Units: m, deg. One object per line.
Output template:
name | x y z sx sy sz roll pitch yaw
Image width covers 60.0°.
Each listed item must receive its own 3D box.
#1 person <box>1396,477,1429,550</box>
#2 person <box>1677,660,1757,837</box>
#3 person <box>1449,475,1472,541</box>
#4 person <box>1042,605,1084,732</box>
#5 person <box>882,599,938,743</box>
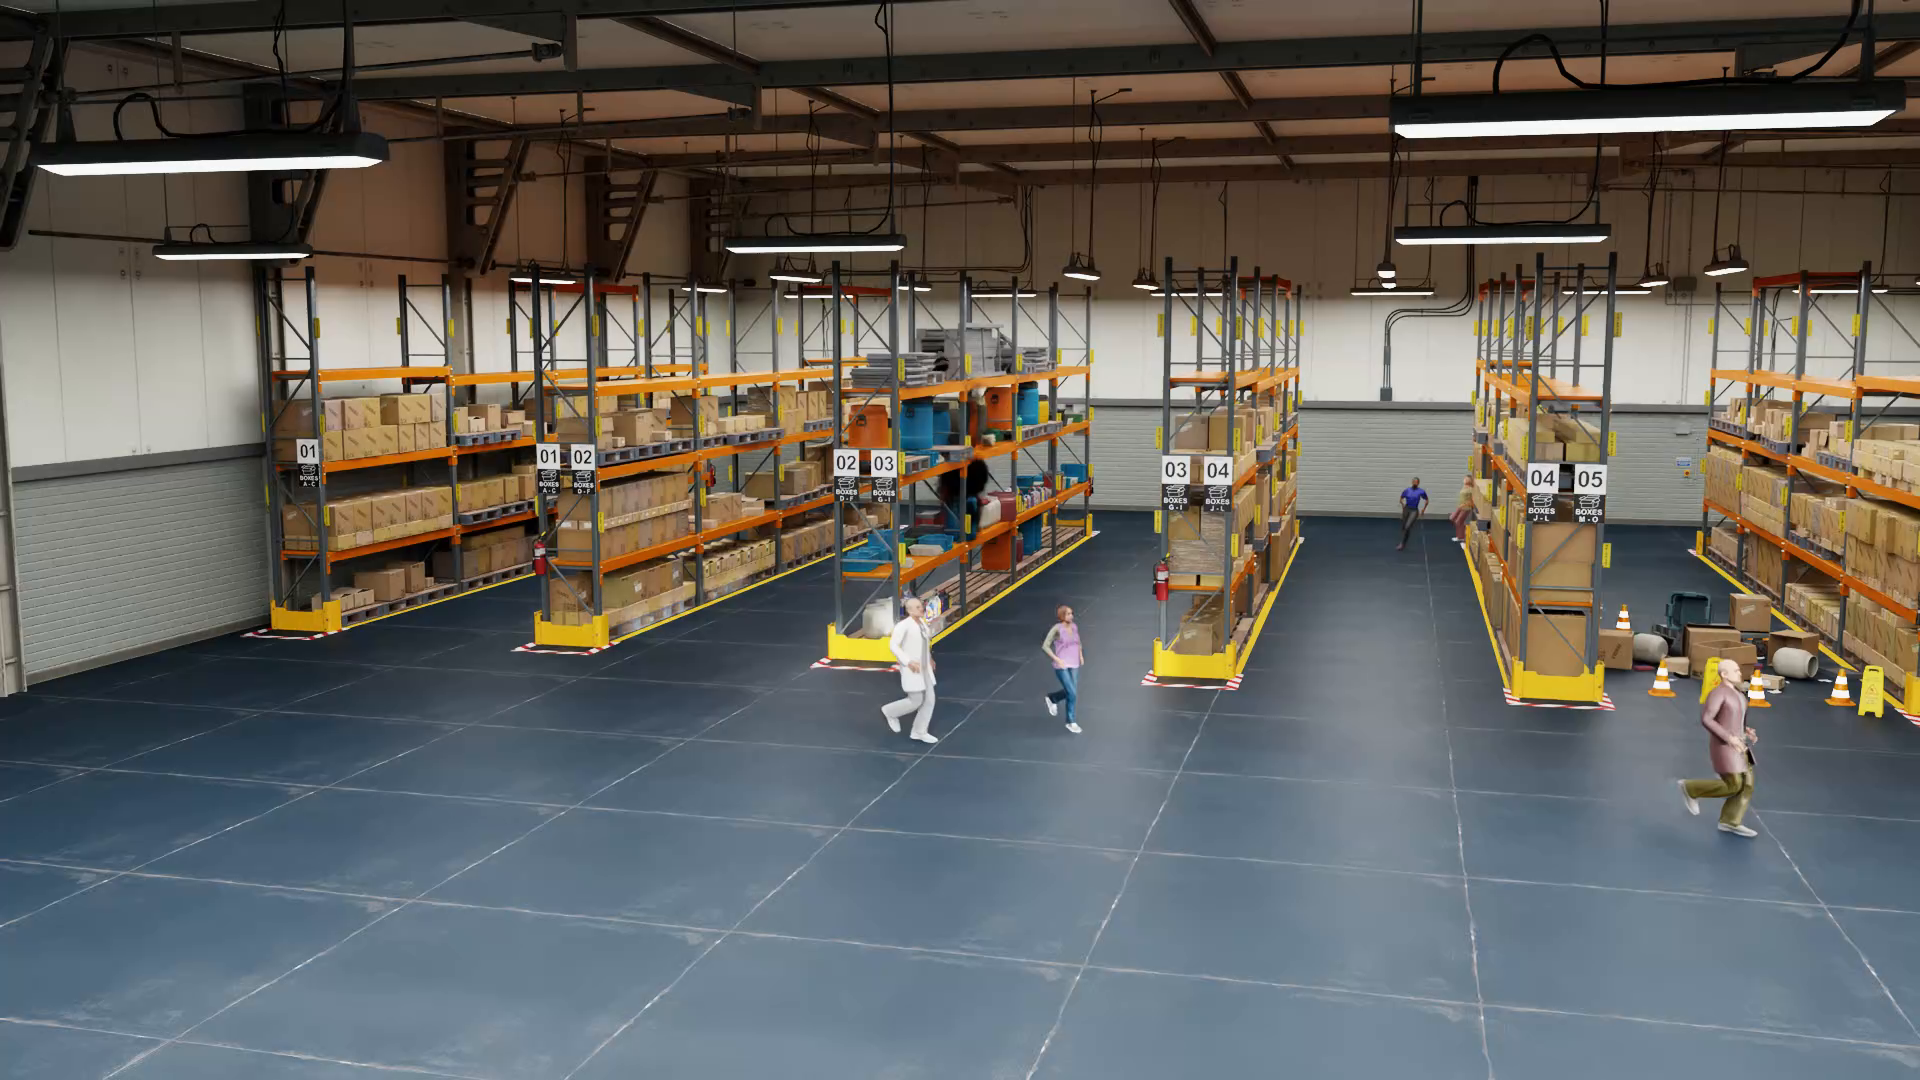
person | 10.282 -0.613 37.895 0.667 1.620 0.923 5 9 34
person | 7.614 2.051 16.605 0.756 1.743 0.711 7 10 44
person | 11.811 -0.744 39.050 0.515 1.596 0.613 -2 8 -15
person | 1.279 1.588 20.862 0.552 1.575 0.700 -6 9 -39
person | -0.597 1.579 20.302 0.756 1.752 0.719 5 9 37
